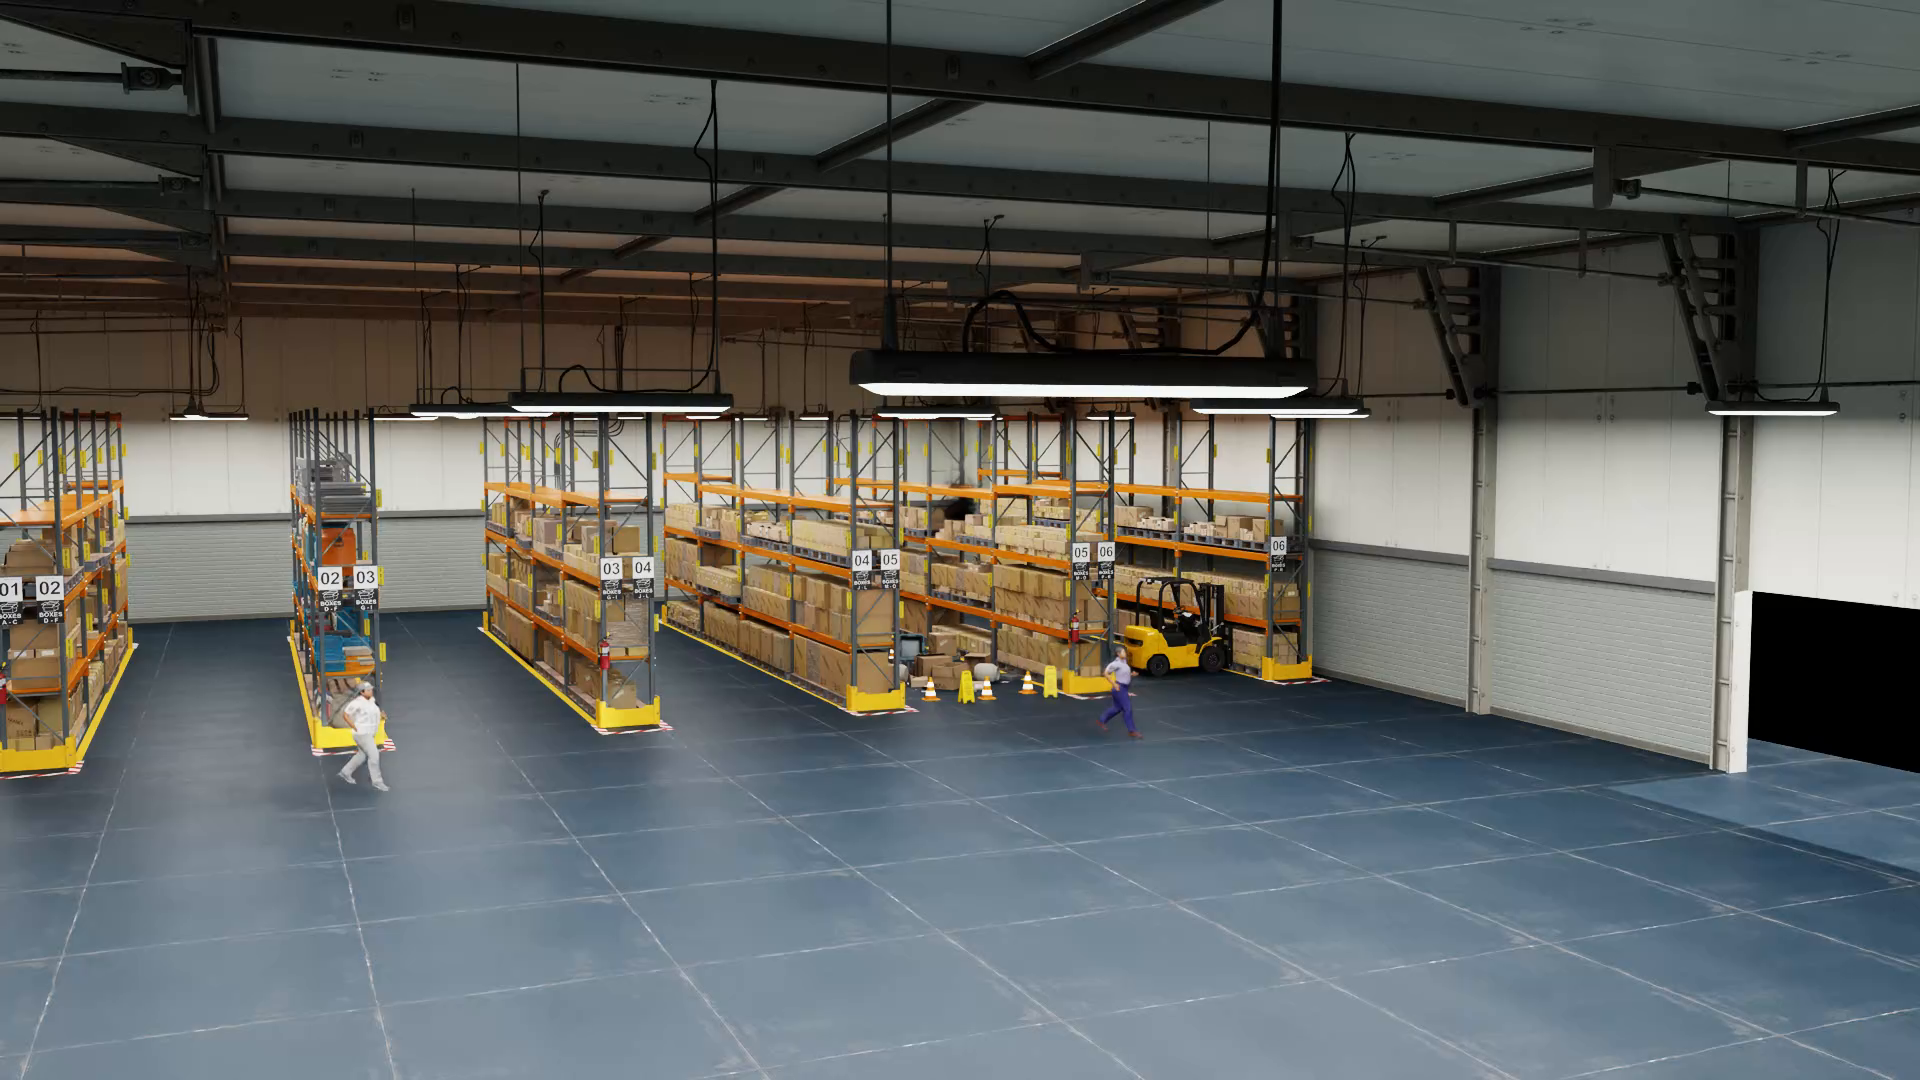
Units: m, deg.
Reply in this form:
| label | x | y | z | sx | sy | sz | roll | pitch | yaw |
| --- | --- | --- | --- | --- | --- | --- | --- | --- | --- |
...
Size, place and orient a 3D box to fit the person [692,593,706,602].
| label | x | y | z | sx | sy | sz | roll | pitch | yaw |
| --- | --- | --- | --- | --- | --- | --- | --- | --- | --- |
| person | -7.744 | 1.377 | 49.524 | 0.686 | 1.714 | 0.695 | 1 | 4 | 18 |

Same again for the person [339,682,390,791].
| label | x | y | z | sx | sy | sz | roll | pitch | yaw |
| --- | --- | --- | --- | --- | --- | --- | --- | --- | --- |
| person | -9.346 | 3.068 | 26.094 | 0.866 | 1.702 | 0.587 | 0 | 4 | 6 |

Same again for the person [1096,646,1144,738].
| label | x | y | z | sx | sy | sz | roll | pitch | yaw |
| --- | --- | --- | --- | --- | --- | --- | --- | --- | --- |
| person | 2.928 | 2.757 | 30.333 | 0.921 | 1.643 | 0.602 | 1 | 4 | 17 |
